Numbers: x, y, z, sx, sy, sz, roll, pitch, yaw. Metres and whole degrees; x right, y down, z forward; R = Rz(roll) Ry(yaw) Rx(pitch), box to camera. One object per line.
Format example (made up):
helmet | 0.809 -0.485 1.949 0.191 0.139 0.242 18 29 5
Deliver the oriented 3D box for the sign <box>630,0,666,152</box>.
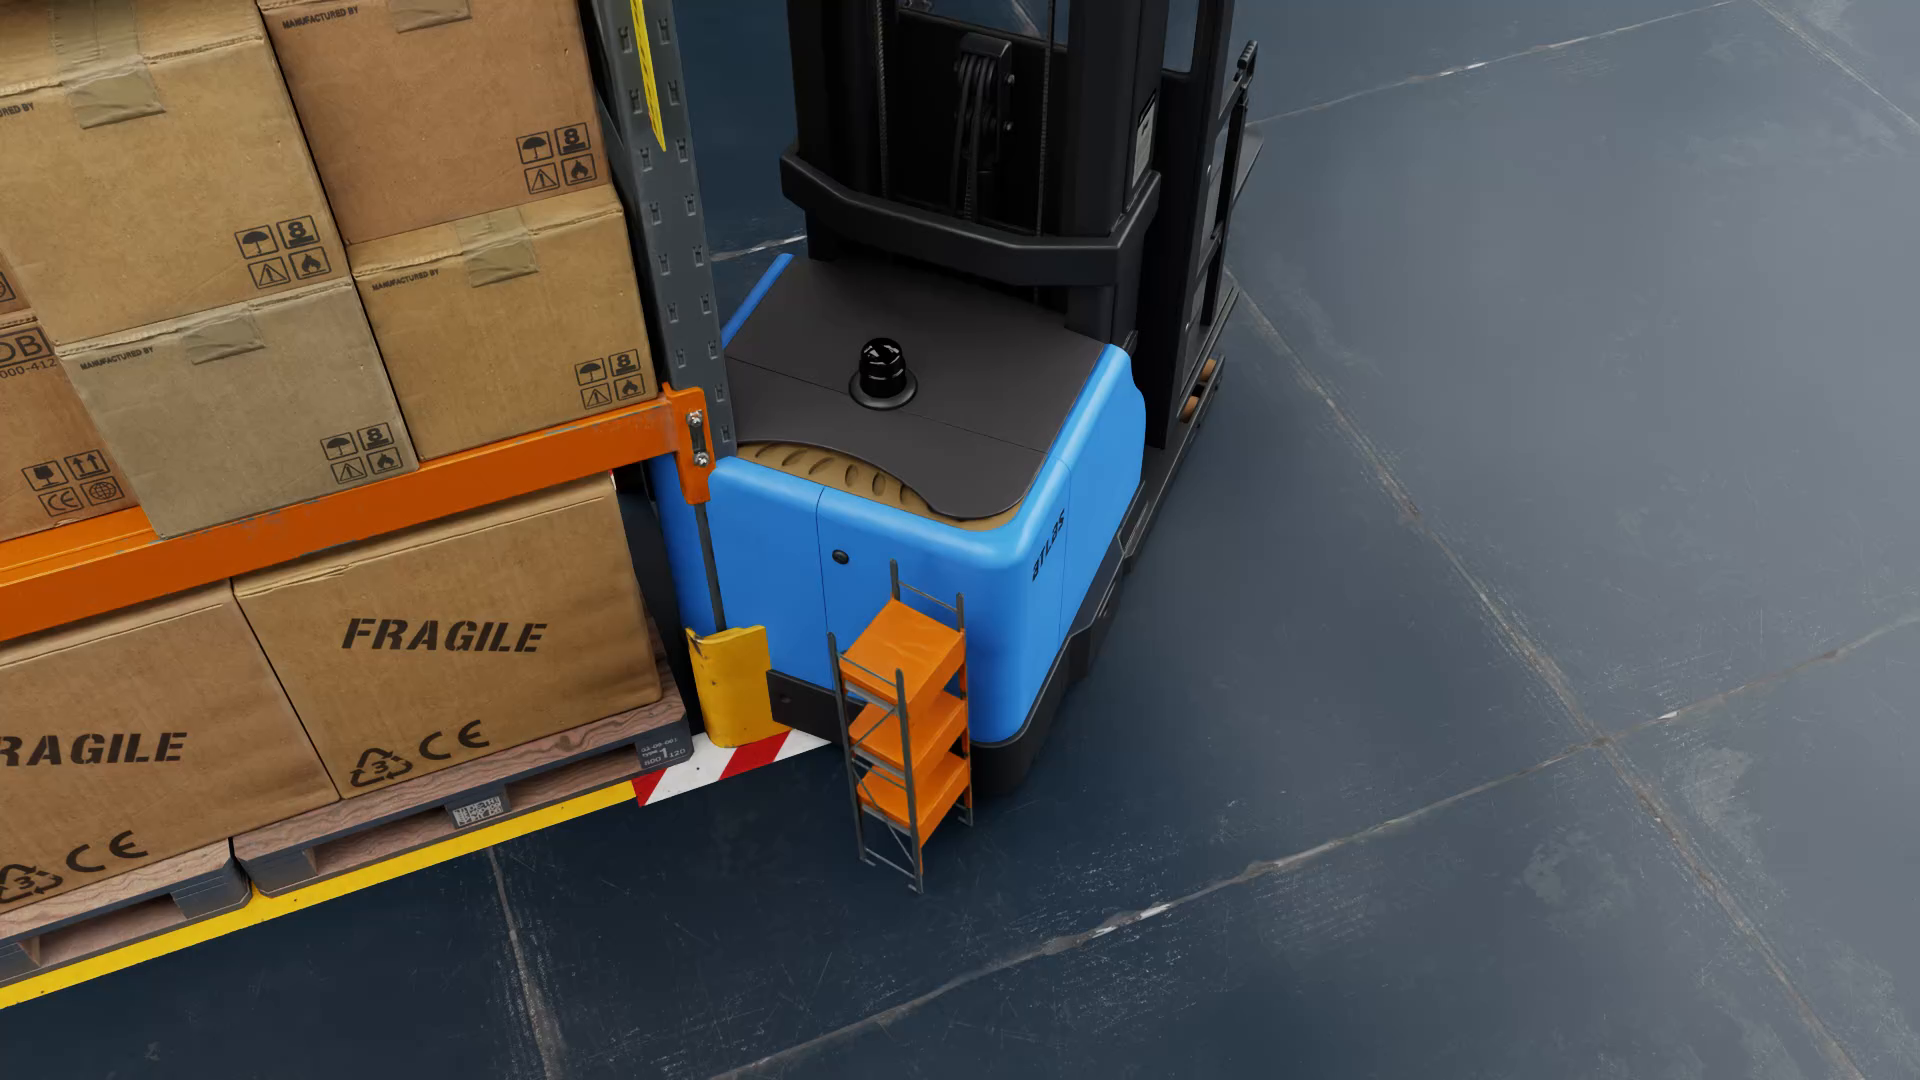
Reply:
sign | -0.588 -0.890 3.117 0.005 0.325 0.100 -17 52 -14

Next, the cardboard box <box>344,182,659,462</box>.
cardboard box | -1.107 -0.731 3.801 0.550 0.550 0.875 -17 52 -14

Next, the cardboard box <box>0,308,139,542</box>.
cardboard box | -2.174 -0.485 3.591 0.550 0.550 0.875 -17 52 -14

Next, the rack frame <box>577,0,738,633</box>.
rack frame | -0.781 -0.820 3.977 0.127 3.000 1.000 -17 52 -14

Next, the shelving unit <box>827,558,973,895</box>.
shelving unit | -0.130 0.494 4.127 0.215 1.050 0.252 26 56 21

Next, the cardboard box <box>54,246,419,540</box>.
cardboard box | -1.608 -0.558 3.653 0.550 0.550 0.875 -17 52 -14

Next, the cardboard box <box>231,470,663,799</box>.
cardboard box | -1.383 -0.024 4.417 0.875 0.875 0.875 -17 51 -14

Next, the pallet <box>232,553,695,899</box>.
pallet | -1.491 0.373 4.791 1.213 0.211 1.003 -17 52 -14

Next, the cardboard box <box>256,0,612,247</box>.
cardboard box | -1.139 -1.142 3.443 0.550 0.550 0.875 -17 52 -14

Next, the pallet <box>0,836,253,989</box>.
pallet | -2.619 0.720 4.493 1.213 0.211 1.003 -17 52 -14

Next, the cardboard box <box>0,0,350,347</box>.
cardboard box | -1.613 -0.919 3.251 0.550 0.550 0.875 -17 52 -14

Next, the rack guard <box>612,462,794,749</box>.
rack guard | -0.758 -0.013 4.931 0.348 0.500 1.175 -17 52 -14

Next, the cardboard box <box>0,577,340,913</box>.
cardboard box | -2.197 0.230 4.199 0.875 0.875 0.875 -18 52 -15

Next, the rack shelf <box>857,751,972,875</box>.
rack shelf | -0.123 0.675 4.351 0.215 0.259 0.240 26 56 21

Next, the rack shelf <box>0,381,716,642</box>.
rack shelf | -2.632 -0.012 3.757 4.000 0.370 1.077 -17 52 -14

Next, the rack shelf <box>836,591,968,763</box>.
rack shelf | -0.137 0.323 3.914 0.215 0.259 0.240 26 56 21

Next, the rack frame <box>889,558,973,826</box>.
rack frame | -0.064 0.414 4.190 0.200 1.050 0.008 26 56 21

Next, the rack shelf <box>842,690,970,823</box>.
rack shelf | -0.130 0.501 4.135 0.215 0.259 0.240 26 56 21

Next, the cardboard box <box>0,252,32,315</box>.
cardboard box | -2.183 -0.854 3.195 0.550 0.550 0.875 -17 52 -14

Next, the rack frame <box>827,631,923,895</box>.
rack frame | -0.197 0.575 4.064 0.200 1.050 0.008 26 56 21

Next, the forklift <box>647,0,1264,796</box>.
forklift | 0.245 -1.394 4.515 1.130 2.935 3.031 18 52 15
